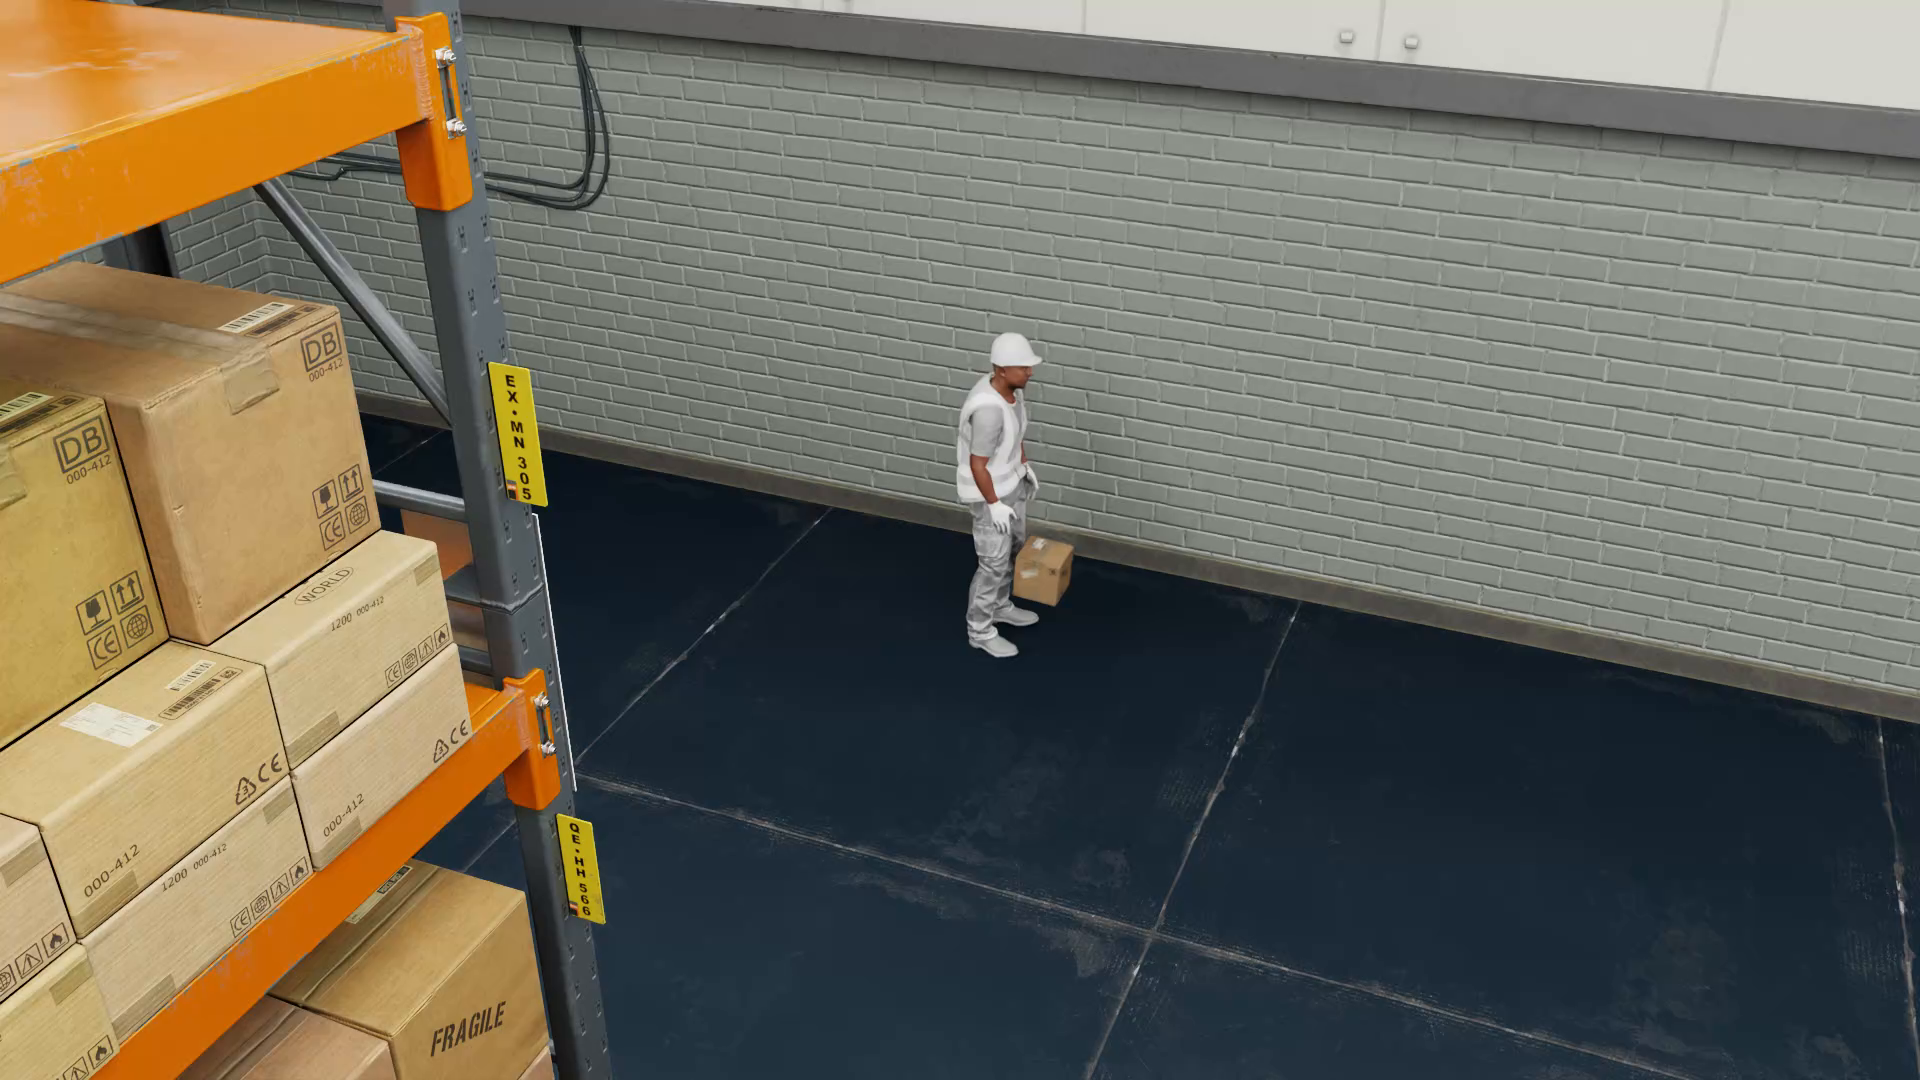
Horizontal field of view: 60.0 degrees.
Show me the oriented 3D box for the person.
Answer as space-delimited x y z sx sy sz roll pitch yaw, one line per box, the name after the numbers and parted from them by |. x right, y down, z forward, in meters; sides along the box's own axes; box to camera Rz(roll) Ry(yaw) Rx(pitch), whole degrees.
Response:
0.210 -0.268 8.862 0.422 1.779 0.581 10 31 18 | person
